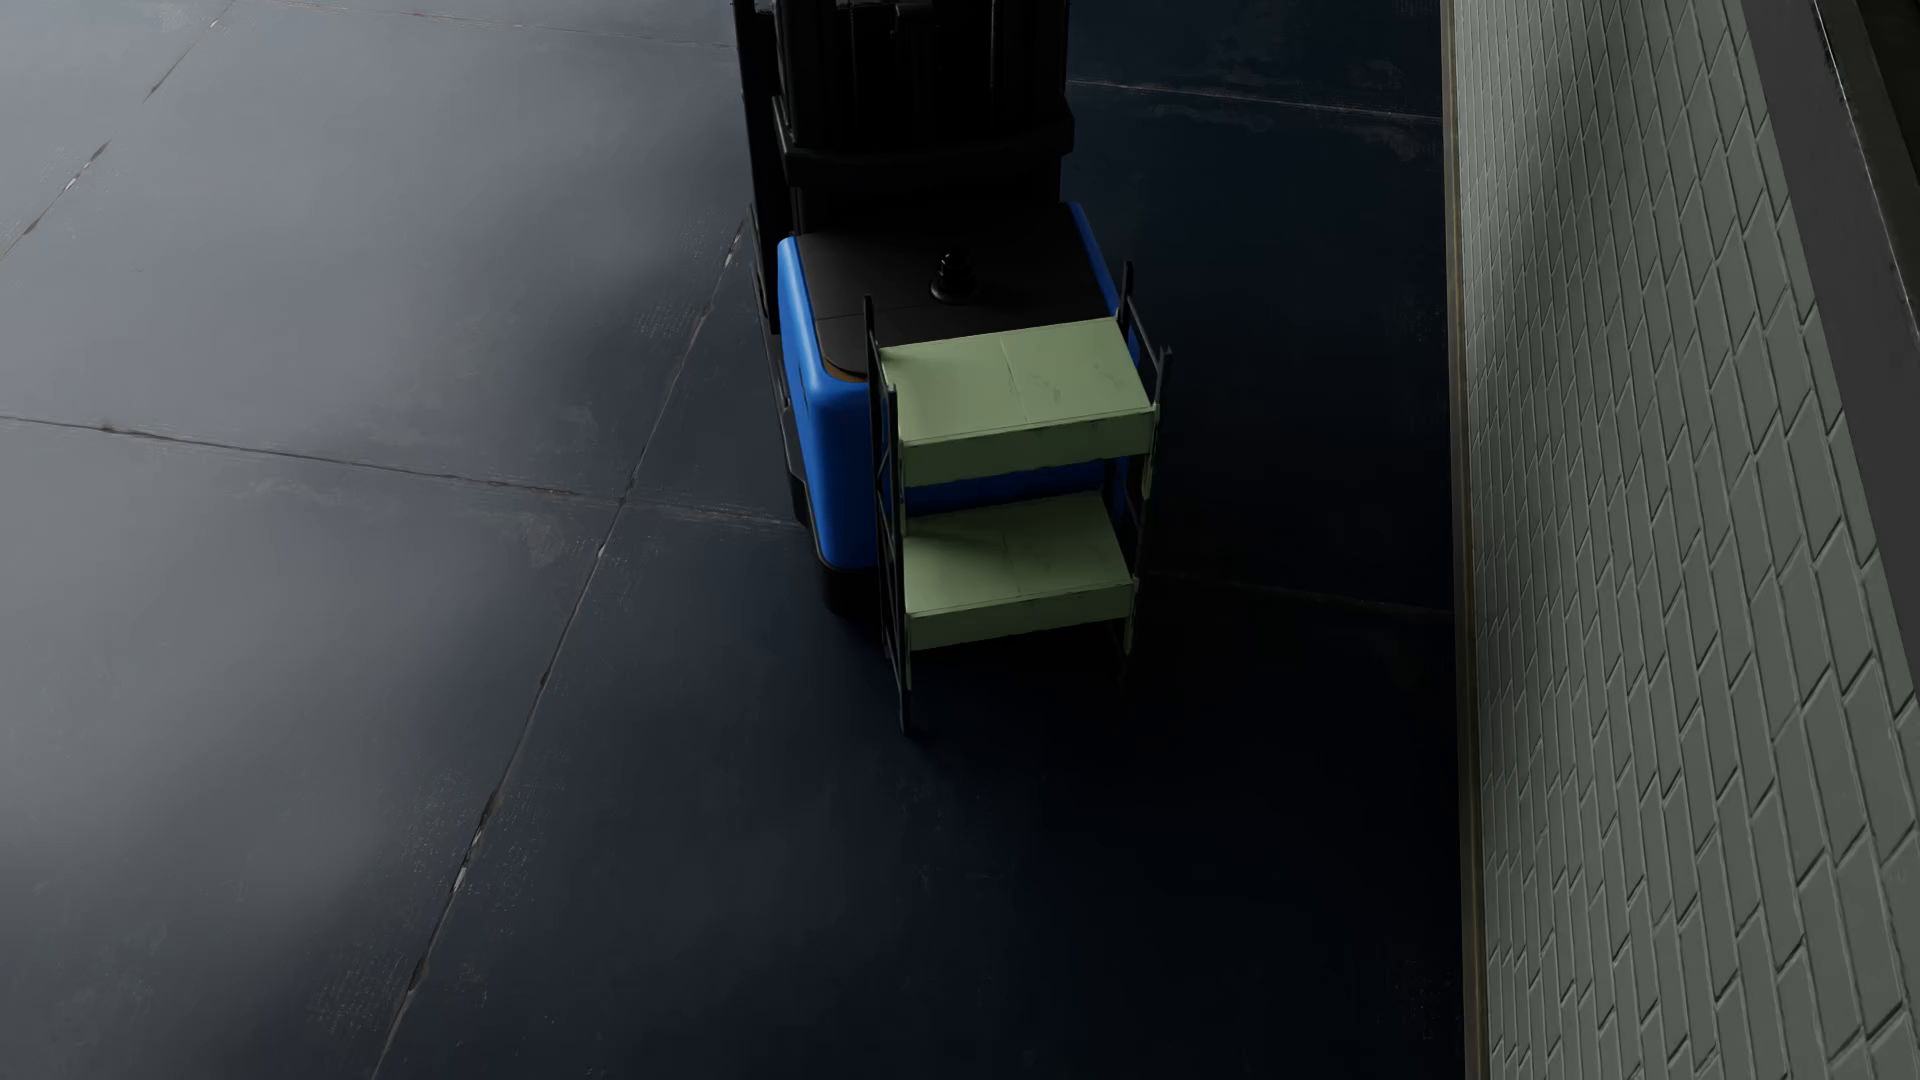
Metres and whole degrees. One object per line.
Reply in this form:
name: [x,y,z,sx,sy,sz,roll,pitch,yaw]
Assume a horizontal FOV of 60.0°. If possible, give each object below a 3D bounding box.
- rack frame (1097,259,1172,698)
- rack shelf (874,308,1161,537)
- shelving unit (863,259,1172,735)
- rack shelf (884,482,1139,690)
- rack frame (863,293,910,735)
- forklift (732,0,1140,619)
rack frame: [0.505,-0.130,5.035,0.023,1.500,0.400,-9,49,-8]
rack shelf: [0.147,-0.336,4.696,0.720,0.370,0.431,-9,49,-8]
shelving unit: [0.147,-0.075,4.986,0.755,1.500,0.431,-9,49,-8]
rack shelf: [0.147,0.143,5.229,0.720,0.370,0.431,-9,49,-8]
rack frame: [-0.212,-0.021,4.937,0.023,1.500,0.400,-9,49,-8]
forklift: [-0.234,-1.833,5.603,1.130,2.935,3.031,-9,49,-8]
